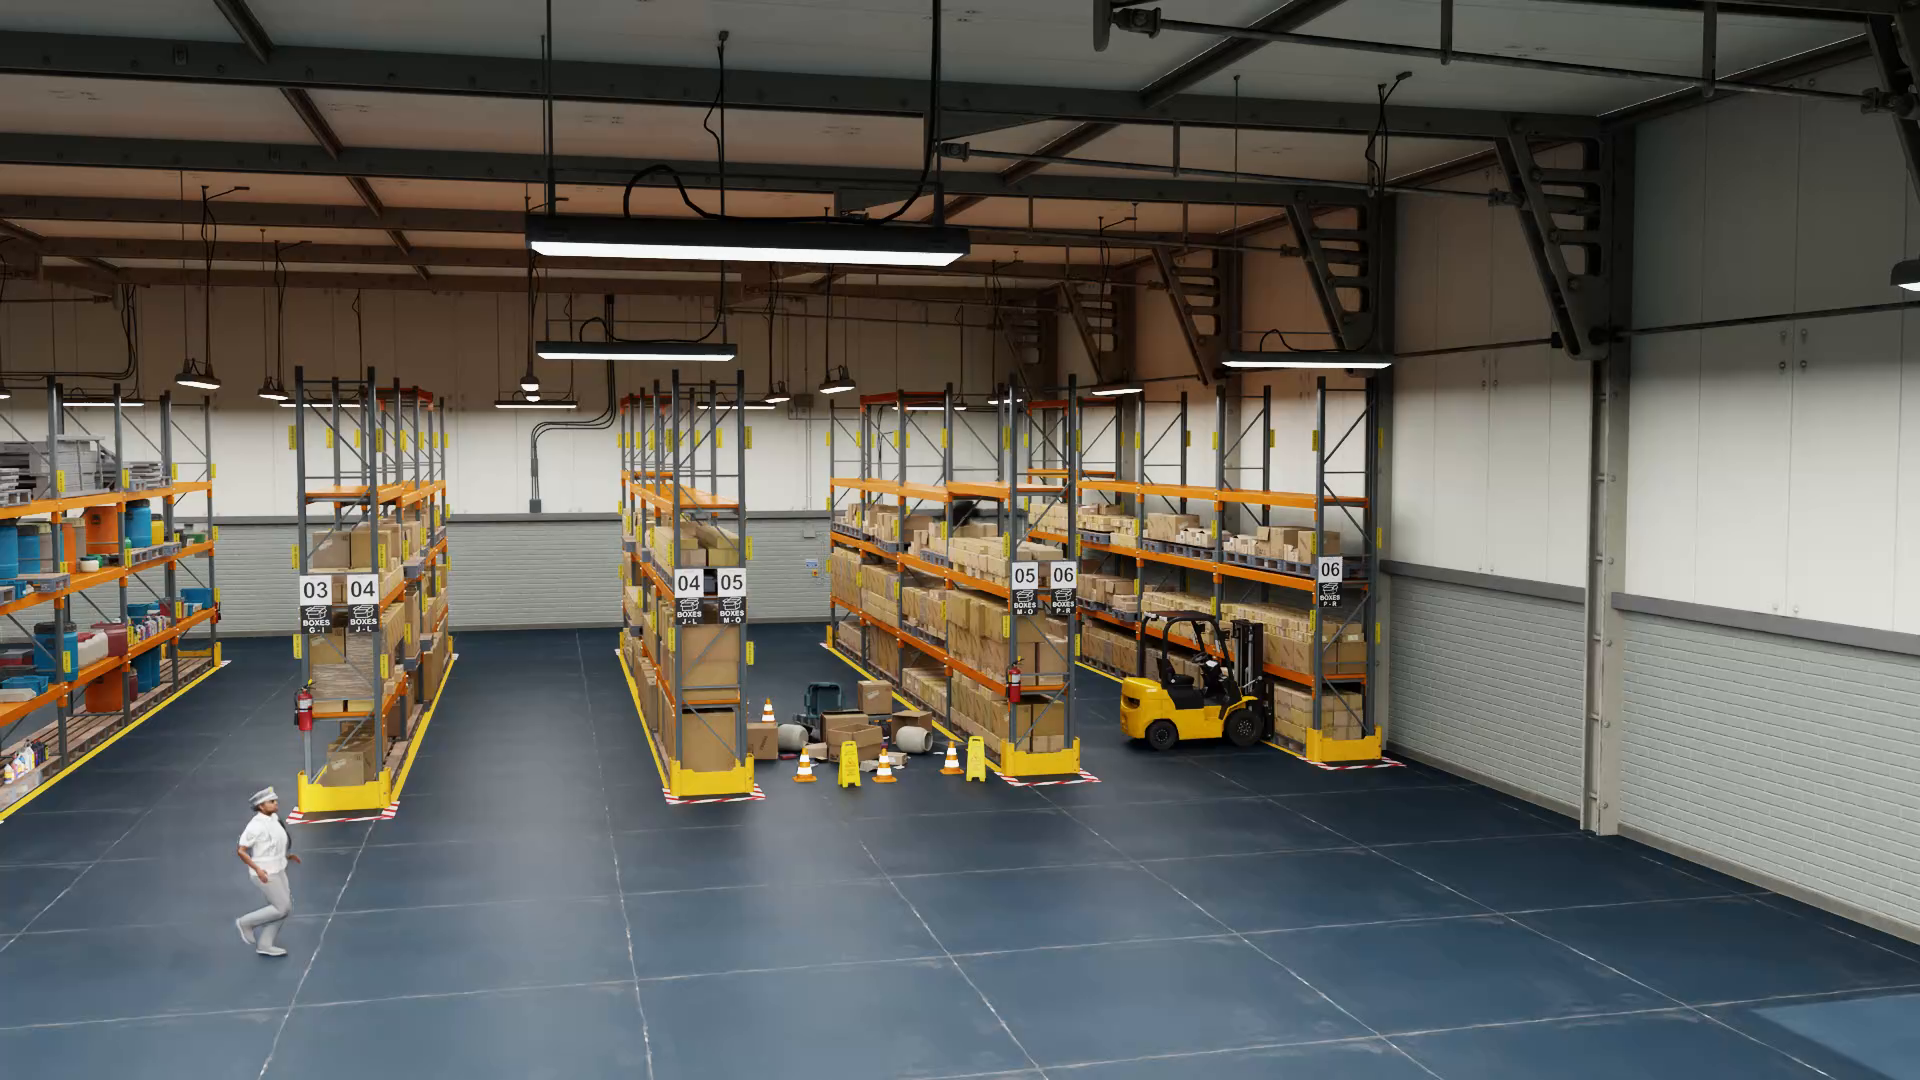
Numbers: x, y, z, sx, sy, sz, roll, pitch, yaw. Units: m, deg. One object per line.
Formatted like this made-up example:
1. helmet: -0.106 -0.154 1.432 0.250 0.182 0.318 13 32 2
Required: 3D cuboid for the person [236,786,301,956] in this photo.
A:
1. person: -6.712 3.218 16.155 0.559 1.652 0.575 0 3 3
